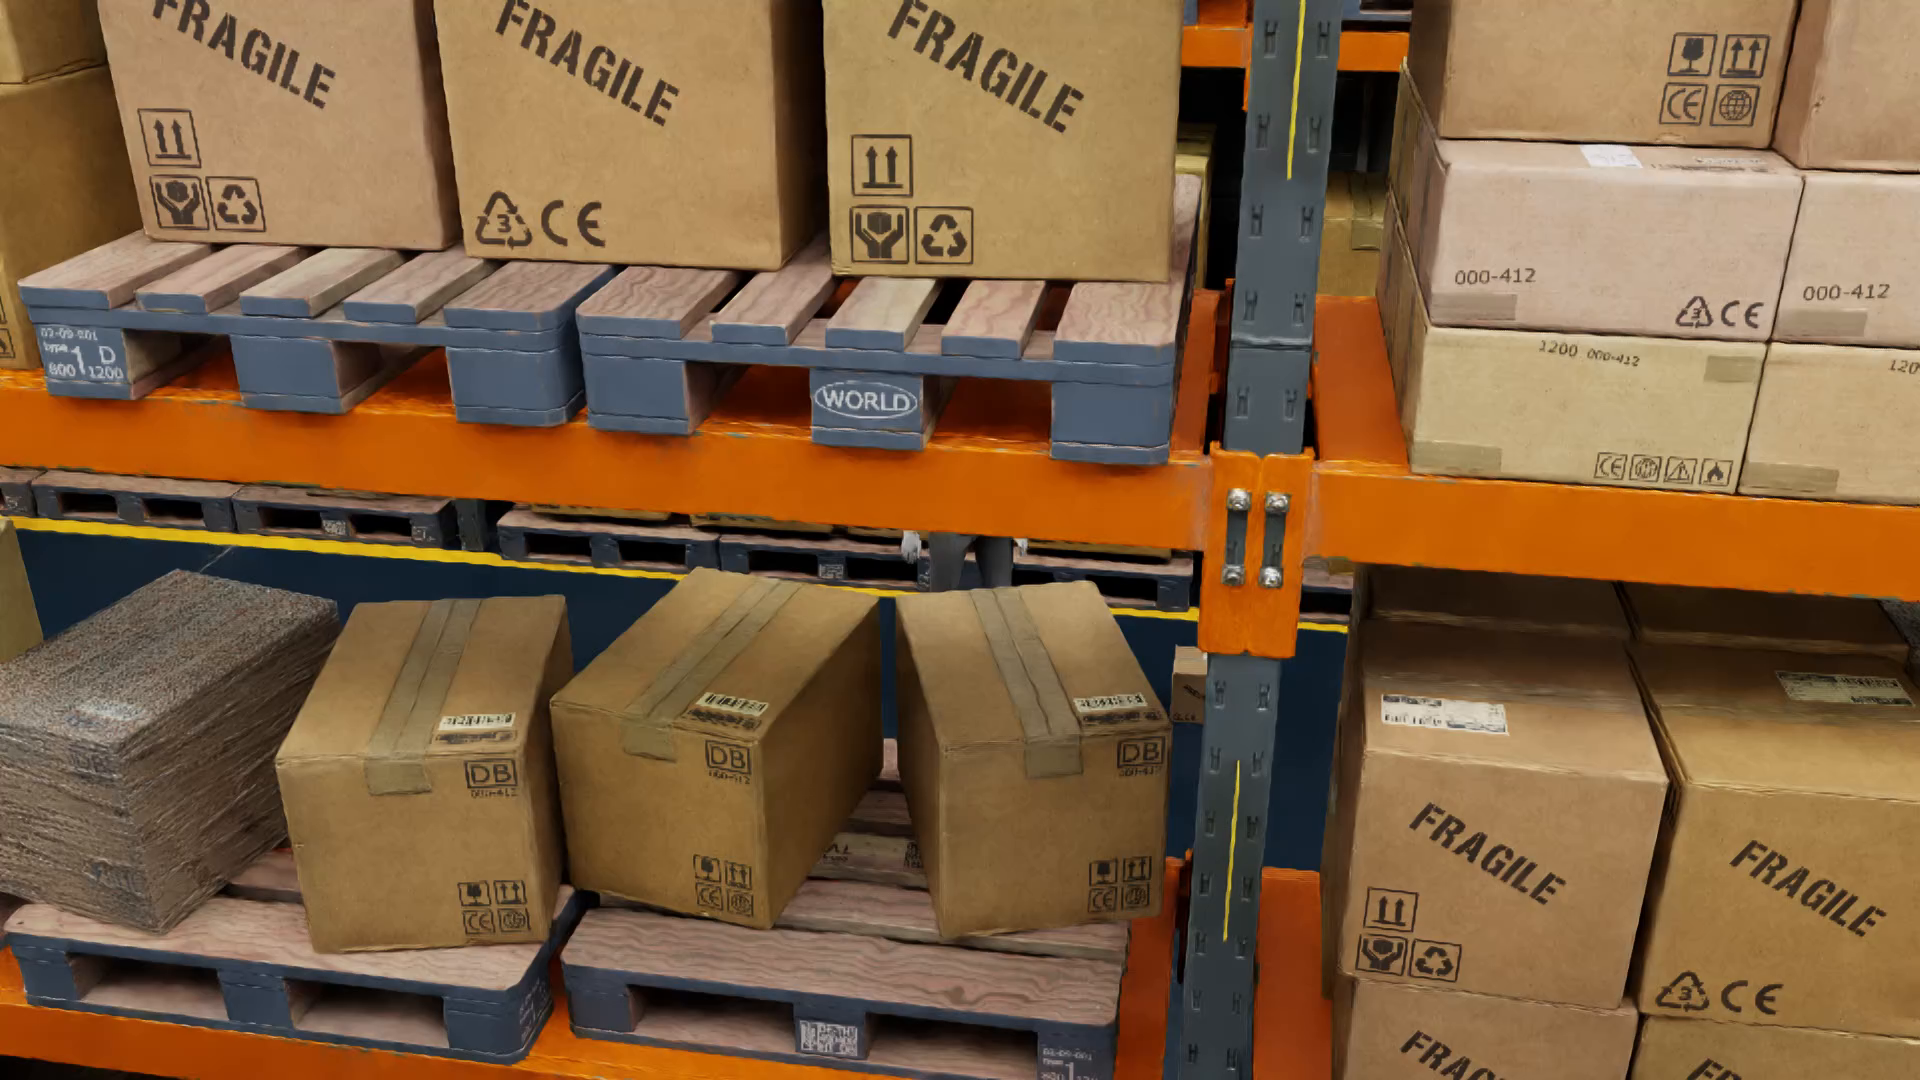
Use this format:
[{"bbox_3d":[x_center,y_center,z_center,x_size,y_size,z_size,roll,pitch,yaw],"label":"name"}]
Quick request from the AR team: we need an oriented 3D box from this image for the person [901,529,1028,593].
[{"bbox_3d":[0.039,-0.036,7.119,0.545,1.687,0.480,-8,26,-16],"label":"person"}]
